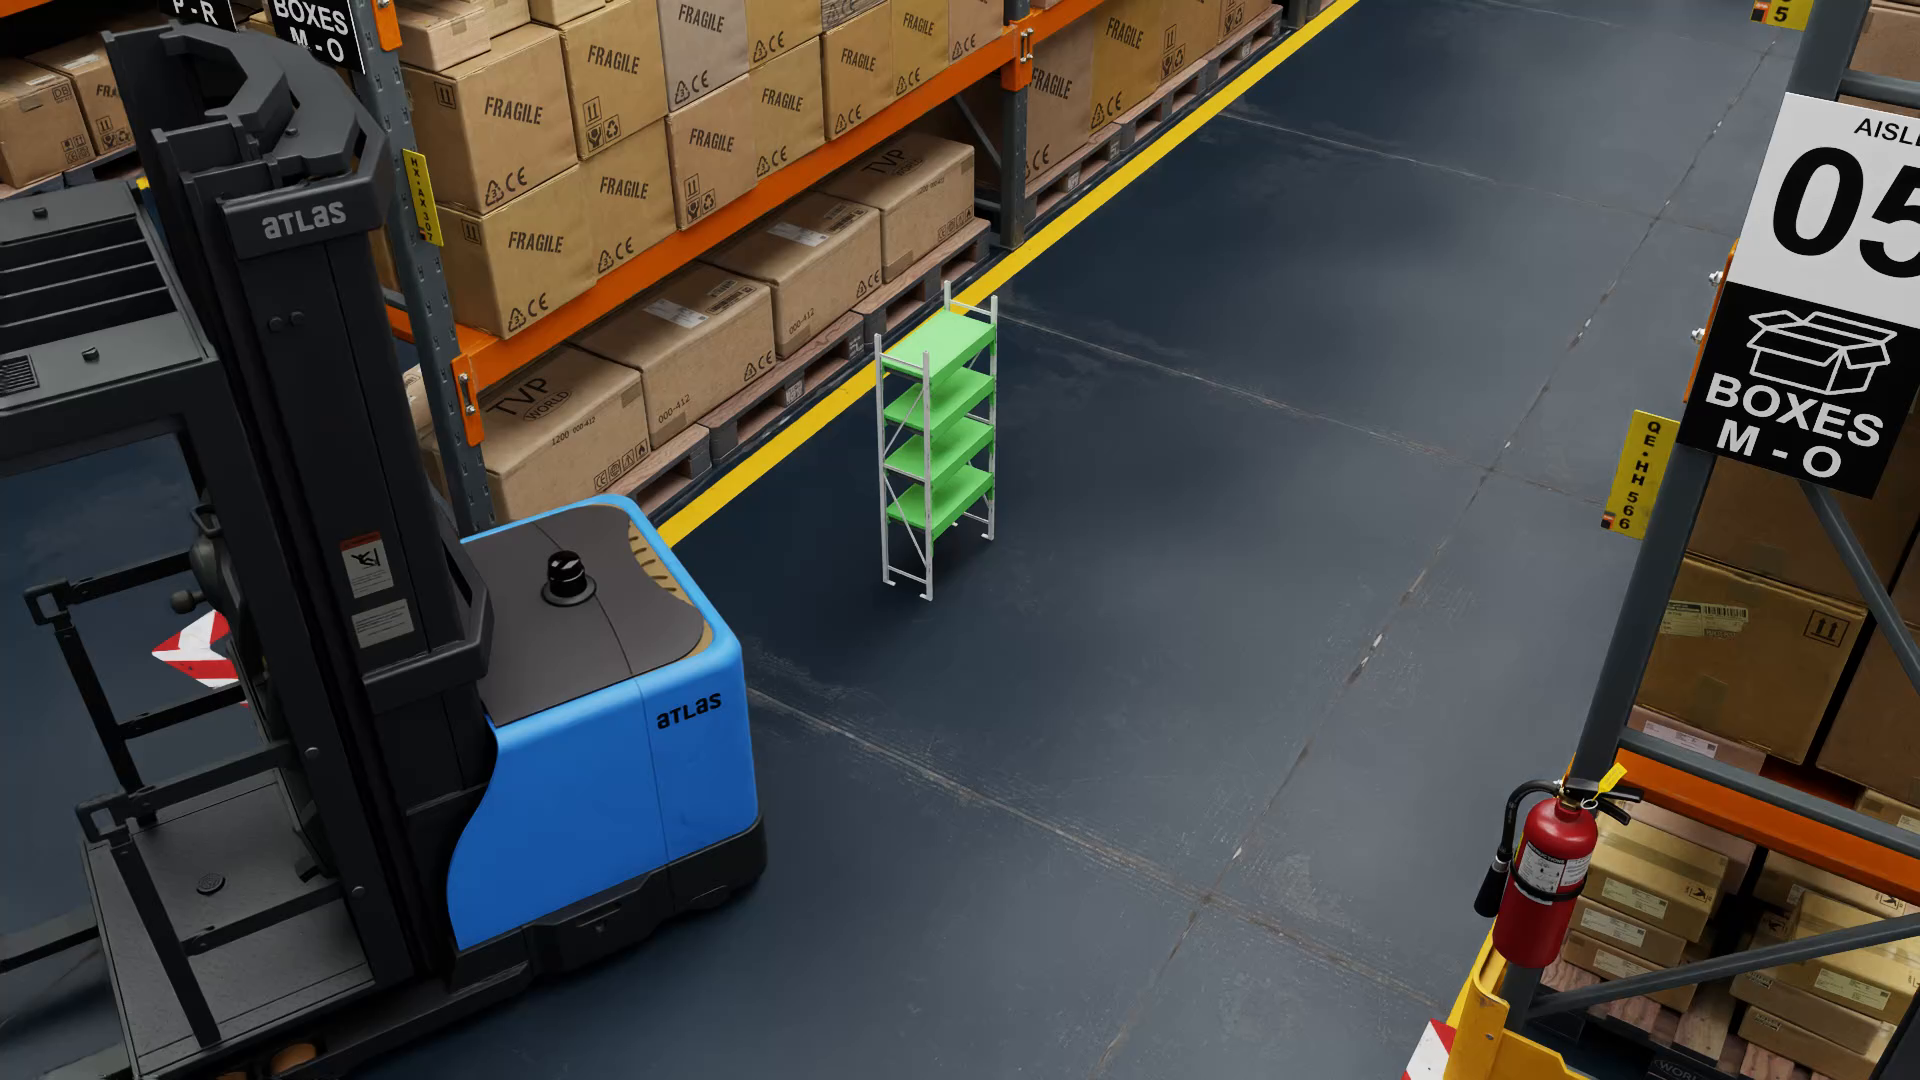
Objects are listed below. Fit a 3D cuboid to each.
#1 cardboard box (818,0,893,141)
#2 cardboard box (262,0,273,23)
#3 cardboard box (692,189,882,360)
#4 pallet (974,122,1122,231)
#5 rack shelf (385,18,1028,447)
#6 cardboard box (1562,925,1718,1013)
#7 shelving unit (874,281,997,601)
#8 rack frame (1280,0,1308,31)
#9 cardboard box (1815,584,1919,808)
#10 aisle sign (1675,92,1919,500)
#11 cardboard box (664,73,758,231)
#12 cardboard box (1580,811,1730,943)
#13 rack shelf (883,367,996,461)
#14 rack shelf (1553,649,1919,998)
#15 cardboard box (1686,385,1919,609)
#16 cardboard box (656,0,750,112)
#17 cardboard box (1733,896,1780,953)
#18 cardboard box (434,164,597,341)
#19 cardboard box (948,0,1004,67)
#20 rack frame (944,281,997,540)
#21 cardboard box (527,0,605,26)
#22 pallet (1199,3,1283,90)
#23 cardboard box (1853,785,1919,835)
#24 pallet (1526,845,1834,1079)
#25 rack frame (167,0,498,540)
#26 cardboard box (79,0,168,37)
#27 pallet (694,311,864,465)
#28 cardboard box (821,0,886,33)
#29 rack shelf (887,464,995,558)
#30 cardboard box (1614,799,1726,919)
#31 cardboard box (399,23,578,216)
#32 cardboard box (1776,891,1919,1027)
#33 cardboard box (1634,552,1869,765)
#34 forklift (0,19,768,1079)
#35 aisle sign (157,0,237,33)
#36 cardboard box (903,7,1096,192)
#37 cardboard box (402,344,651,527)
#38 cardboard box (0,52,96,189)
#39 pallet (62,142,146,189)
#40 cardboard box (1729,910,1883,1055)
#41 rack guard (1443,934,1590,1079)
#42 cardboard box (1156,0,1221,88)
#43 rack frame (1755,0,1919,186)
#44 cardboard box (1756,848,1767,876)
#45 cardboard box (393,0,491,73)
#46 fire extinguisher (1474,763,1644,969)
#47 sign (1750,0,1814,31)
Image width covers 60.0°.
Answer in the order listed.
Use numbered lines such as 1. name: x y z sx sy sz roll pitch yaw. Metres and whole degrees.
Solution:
1. cardboard box: -0.652 -2.184 7.544 0.500 0.500 0.500 21 42 24
2. cardboard box: -2.211 -1.879 5.798 0.380 0.149 0.250 22 43 26
3. cardboard box: -0.997 -1.399 8.362 0.875 0.438 0.875 20 42 24
4. pallet: 0.258 -2.316 10.081 1.003 0.211 1.213 21 42 25
5. rack shelf: -1.163 -1.682 7.564 1.077 0.370 4.000 21 42 25
6. cardboard box: 2.105 1.255 5.157 0.380 0.149 0.250 22 43 26
7. shelving unit: -0.089 -0.390 6.773 0.258 1.200 0.503 21 42 25
8. rack frame: 2.052 -5.060 11.357 1.000 3.000 0.127 21 42 25
9. cardboard box: 2.473 0.333 4.036 0.500 0.500 0.500 23 43 27
10. aisle sign: 1.707 -0.459 3.259 0.394 0.787 0.004 21 42 25
11. cardboard box: -1.200 -1.655 6.858 0.500 0.500 0.500 21 42 25
12. cardboard box: 2.069 1.003 4.996 0.380 0.149 0.250 22 43 26
13. rack shelf: -0.089 -0.529 6.665 0.258 0.148 0.480 21 42 25
14. rack shelf: 3.071 -0.115 5.531 1.077 0.370 4.000 21 42 25
15. cardboard box: 2.035 -0.239 3.959 0.500 0.500 0.500 20 42 24
16. cardboard box: -1.197 -2.062 6.567 0.500 0.500 0.500 21 42 25
17. cardboard box: 2.622 1.267 5.141 0.380 0.149 0.250 21 42 25
18. cardboard box: -1.735 -1.129 6.175 0.500 0.500 0.500 21 42 25
19. cardboard box: -0.124 -2.715 8.233 0.500 0.500 0.500 22 43 26
20. rack frame: 0.042 -0.516 6.936 0.240 1.200 0.015 21 42 25
21. cardboard box: -1.494 -1.975 5.924 0.380 0.149 0.250 23 43 26
22. pallet: 1.566 -3.574 11.713 1.003 0.211 1.213 21 42 25
23. cardboard box: 2.450 0.671 4.128 0.380 0.149 0.250 21 42 25
24. pallet: 2.505 1.289 5.404 1.003 0.211 1.213 21 42 25
25. rack frame: -2.234 -0.936 6.007 1.000 3.000 0.127 21 42 25
26. cardboard box: -4.973 -2.981 10.364 0.700 0.500 0.500 20 42 23
27. pallet: -1.218 -0.895 8.239 1.003 0.211 1.213 21 42 25
28. cardboard box: -0.654 -2.575 7.233 0.500 0.500 0.500 22 43 26
29. rack shelf: -0.089 -0.149 6.959 0.258 0.148 0.480 21 42 25
30. cardboard box: 2.227 0.994 5.251 0.380 0.149 0.250 20 42 24
31. cardboard box: -1.737 -1.525 5.871 0.500 0.500 0.500 20 42 24
32. cardboard box: 2.567 1.200 4.741 0.380 0.149 0.250 19 42 23
33. cardboard box: 2.023 0.158 4.262 0.500 0.500 0.500 22 43 26
34. forklift: -2.188 0.223 4.561 3.031 2.935 1.130 -20 42 -24
35. aisle sign: -2.535 -2.029 5.297 0.394 0.787 0.004 21 42 25
36. cardboard box: 0.173 -2.668 9.651 0.875 0.875 0.875 23 43 26
37. cardboard box: -1.965 -0.460 7.145 0.875 0.438 0.875 20 42 24
38. cardboard box: -5.529 -2.446 9.669 0.700 0.500 0.500 23 43 27
39. pallet: -5.306 -2.530 10.359 1.003 0.211 1.213 21 42 25
40. cardboard box: 2.497 1.290 4.867 0.380 0.149 0.250 23 43 27
41. rack guard: 2.040 1.582 4.788 1.175 0.500 0.348 21 42 25
42. cardboard box: 1.130 -3.597 10.856 0.875 0.875 0.875 22 43 26
43. rack frame: 1.999 -1.744 2.142 1.000 3.000 0.127 21 42 25
44. cardboard box: 2.748 1.012 5.227 0.380 0.149 0.250 22 43 26
45. cardboard box: -1.810 -1.721 5.593 0.380 0.149 0.250 22 43 26
46. fire extinguisher: 1.475 0.789 4.139 0.296 0.674 0.183 21 42 25
47. sign: 1.542 -1.099 3.037 0.100 0.325 0.005 21 42 25
